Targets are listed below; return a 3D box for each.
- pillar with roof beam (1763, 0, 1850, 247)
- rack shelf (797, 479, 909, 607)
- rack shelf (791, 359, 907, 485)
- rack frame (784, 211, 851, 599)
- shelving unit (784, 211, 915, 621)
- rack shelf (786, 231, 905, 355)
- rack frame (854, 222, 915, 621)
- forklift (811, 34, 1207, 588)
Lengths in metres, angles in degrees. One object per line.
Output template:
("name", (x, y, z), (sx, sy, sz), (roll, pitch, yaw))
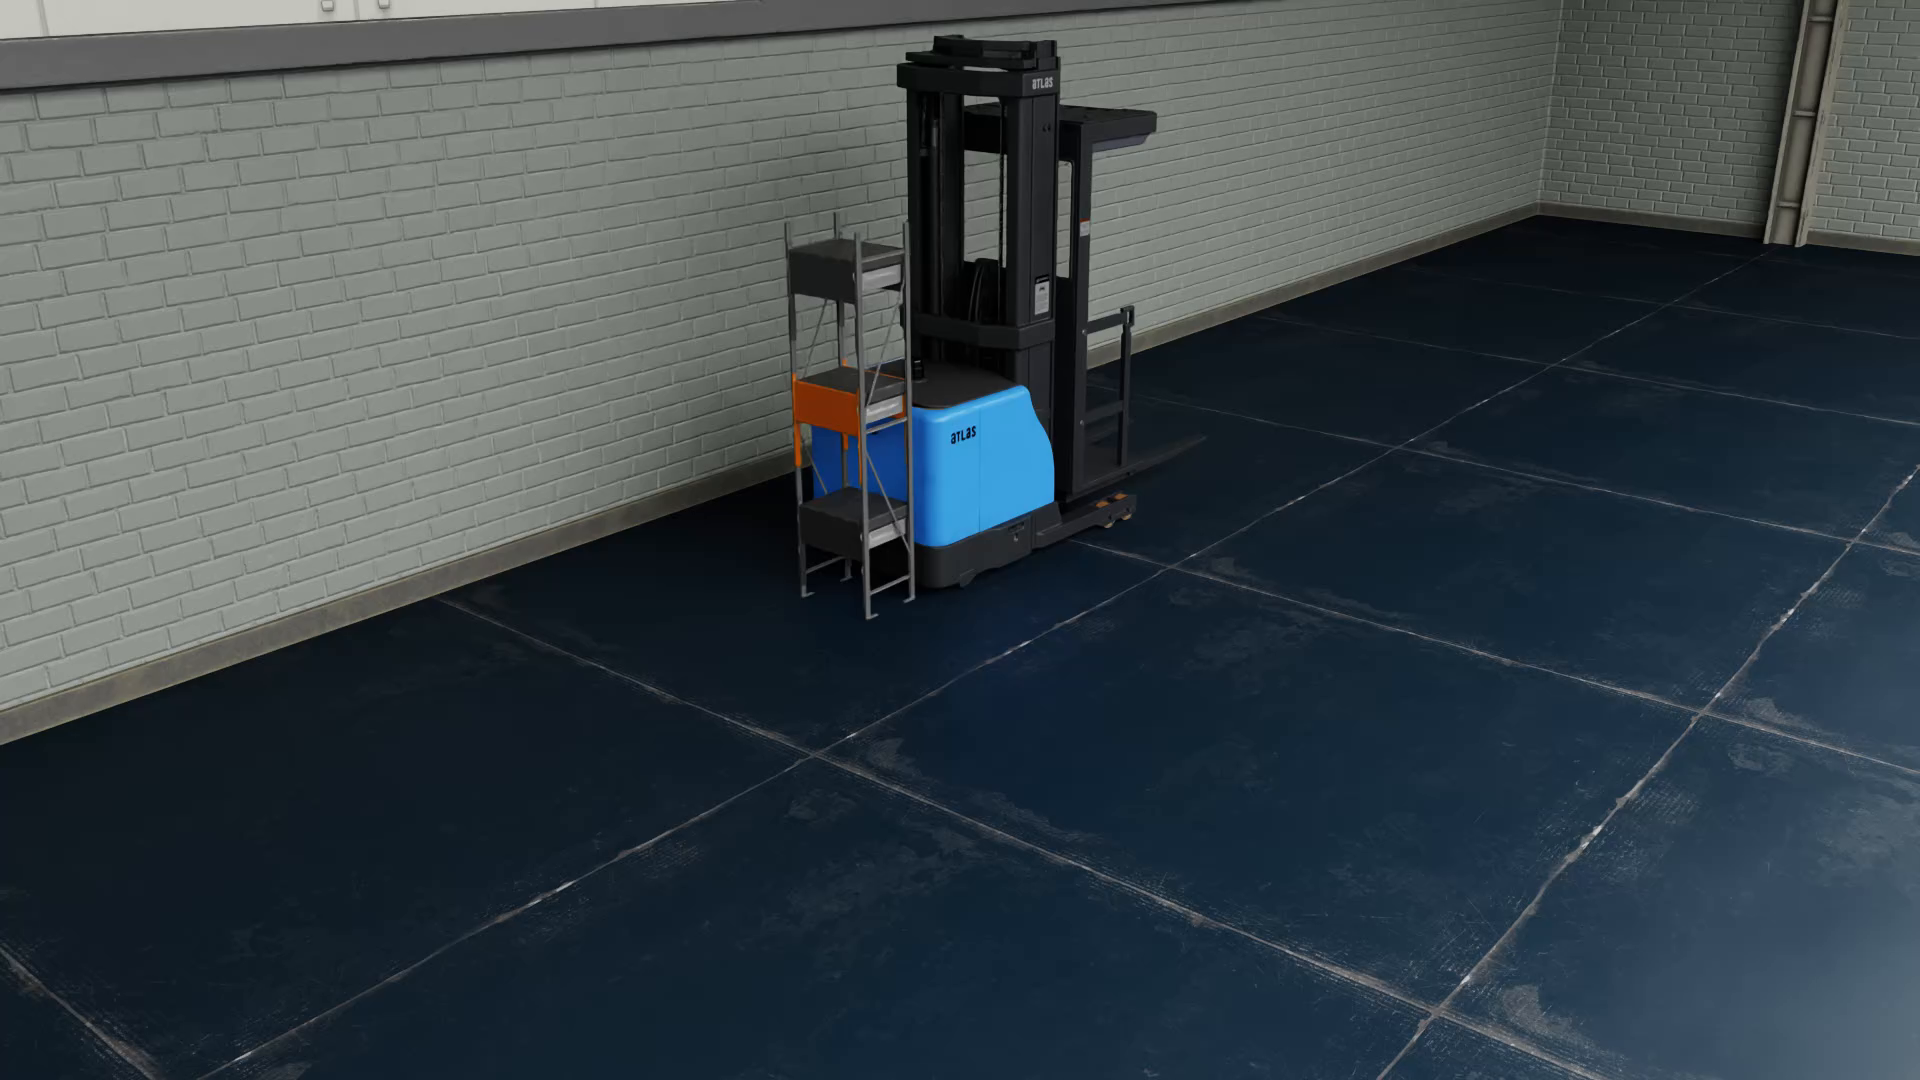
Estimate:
("pillar with roof beam", (6.848, -6.478, 14.593), (0.400, 9.000, 9.100), (16, 26, 36))
("rack shelf", (-0.574, 0.011, 9.180), (0.480, 0.518, 0.431), (16, 27, 37))
("rack shelf", (-0.578, -0.642, 8.929), (0.480, 0.518, 0.431), (16, 27, 37))
("rack frame", (-0.766, -0.710, 9.070), (0.015, 2.100, 0.400), (16, 27, 37))
("shelving unit", (-0.578, -0.655, 8.924), (0.503, 2.100, 0.431), (16, 27, 37))
("rack shelf", (-0.581, -1.296, 8.678), (0.480, 0.518, 0.431), (16, 27, 37))
("rack frame", (-0.390, -0.600, 8.779), (0.015, 2.100, 0.400), (16, 27, 37))
("forklift", (0.465, -1.547, 10.118), (1.130, 2.935, 3.031), (17, 26, 37))
